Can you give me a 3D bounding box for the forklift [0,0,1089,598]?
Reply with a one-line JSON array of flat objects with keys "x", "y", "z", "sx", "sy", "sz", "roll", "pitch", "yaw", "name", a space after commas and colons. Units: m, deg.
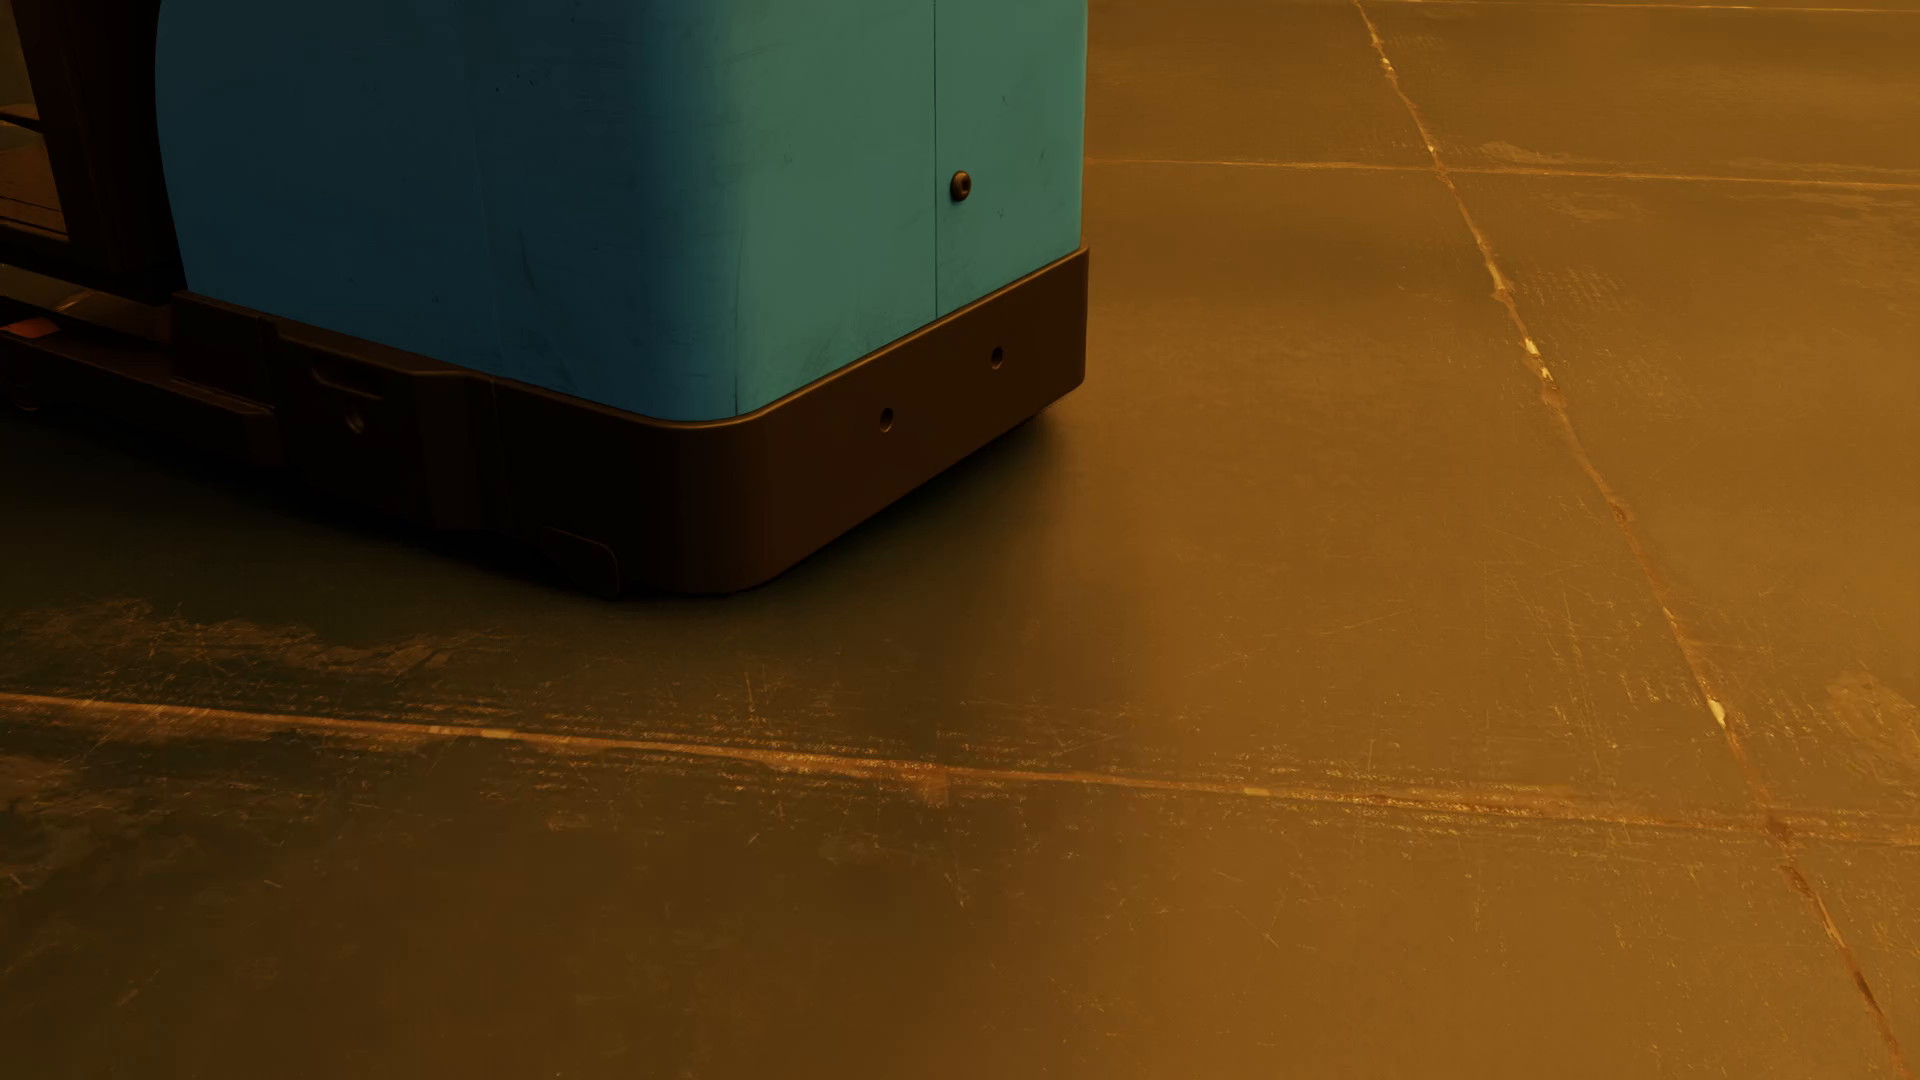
[{"x": -1.298, "y": -1.718, "z": 2.661, "sx": 3.031, "sy": 2.935, "sz": 1.130, "roll": 16, "pitch": 31, "yaw": 29, "name": "forklift"}]
